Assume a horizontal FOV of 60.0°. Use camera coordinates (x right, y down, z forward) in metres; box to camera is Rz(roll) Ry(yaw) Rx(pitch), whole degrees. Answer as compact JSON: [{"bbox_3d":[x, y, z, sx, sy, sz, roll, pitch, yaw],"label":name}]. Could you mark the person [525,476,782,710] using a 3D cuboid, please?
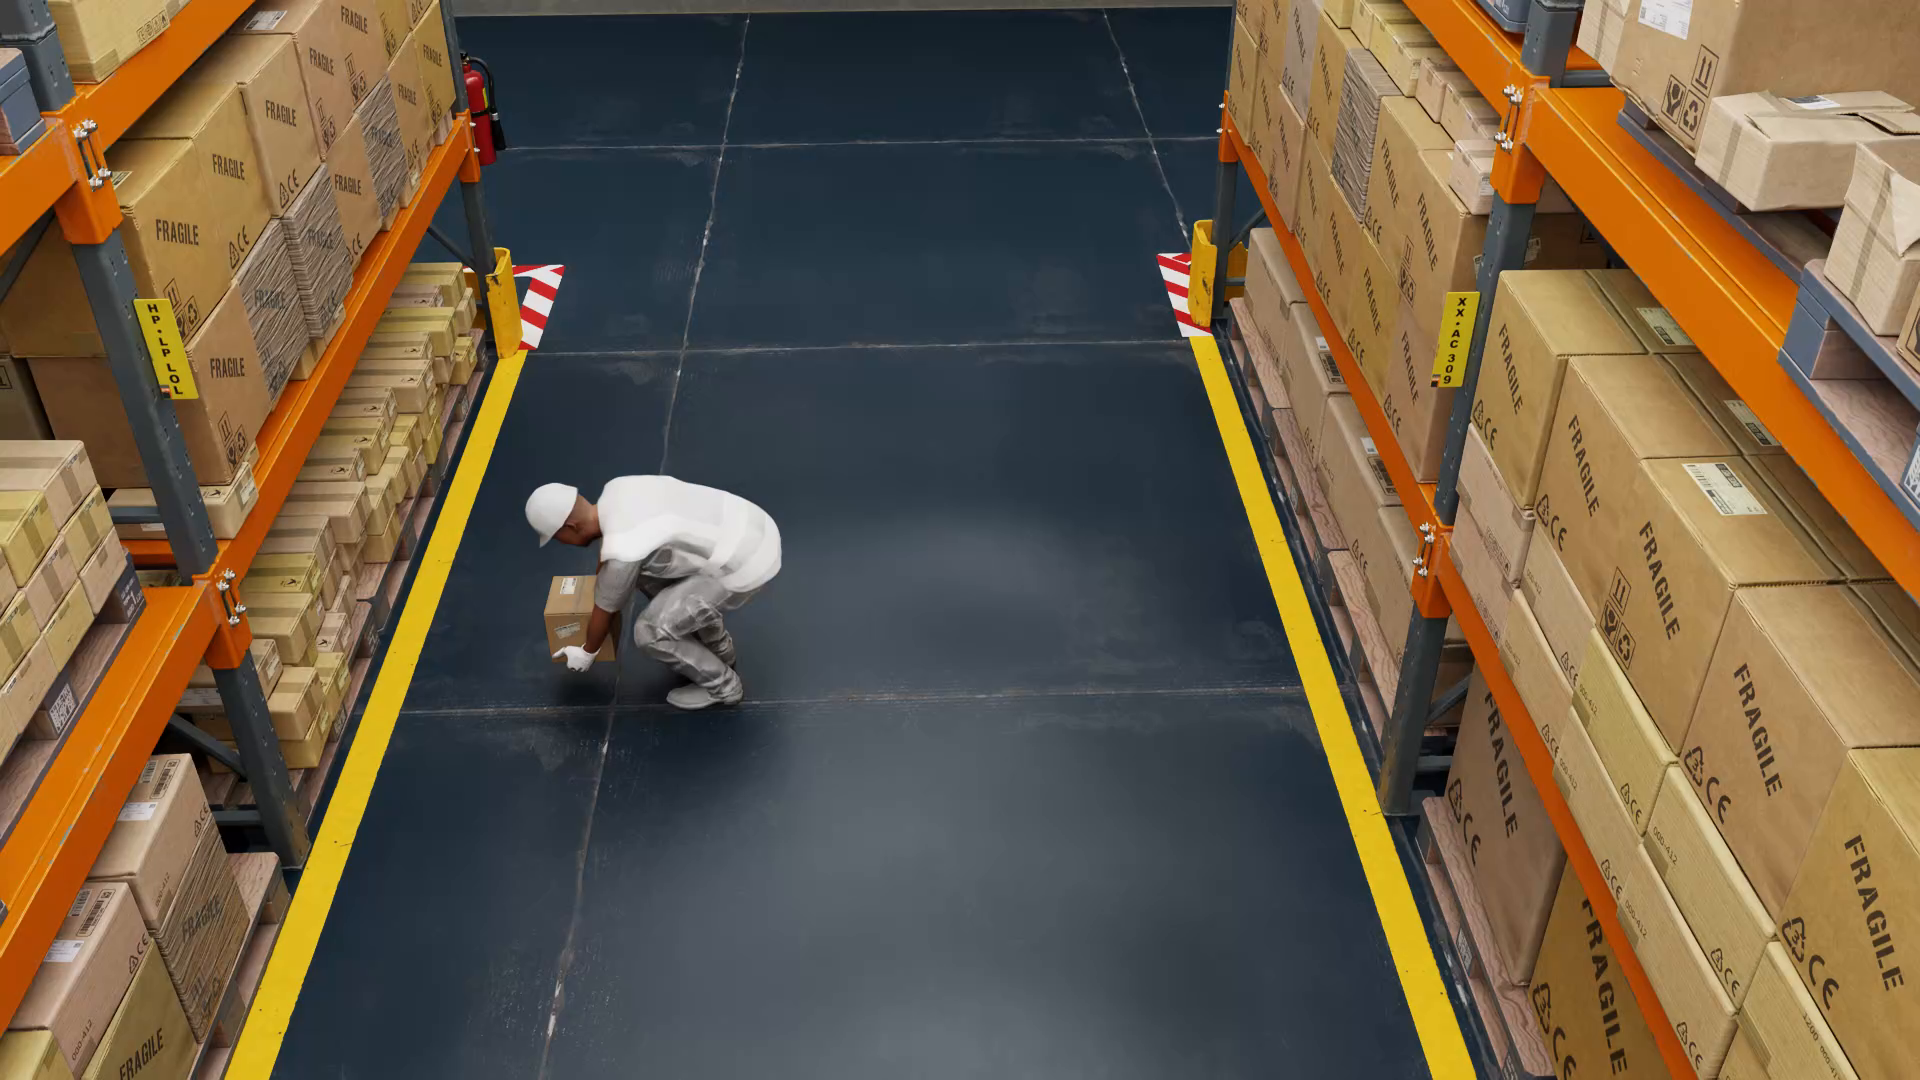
[{"bbox_3d":[-1.170,0.185,6.556,0.946,0.995,0.543,-3,35,-4],"label":"person"}]
